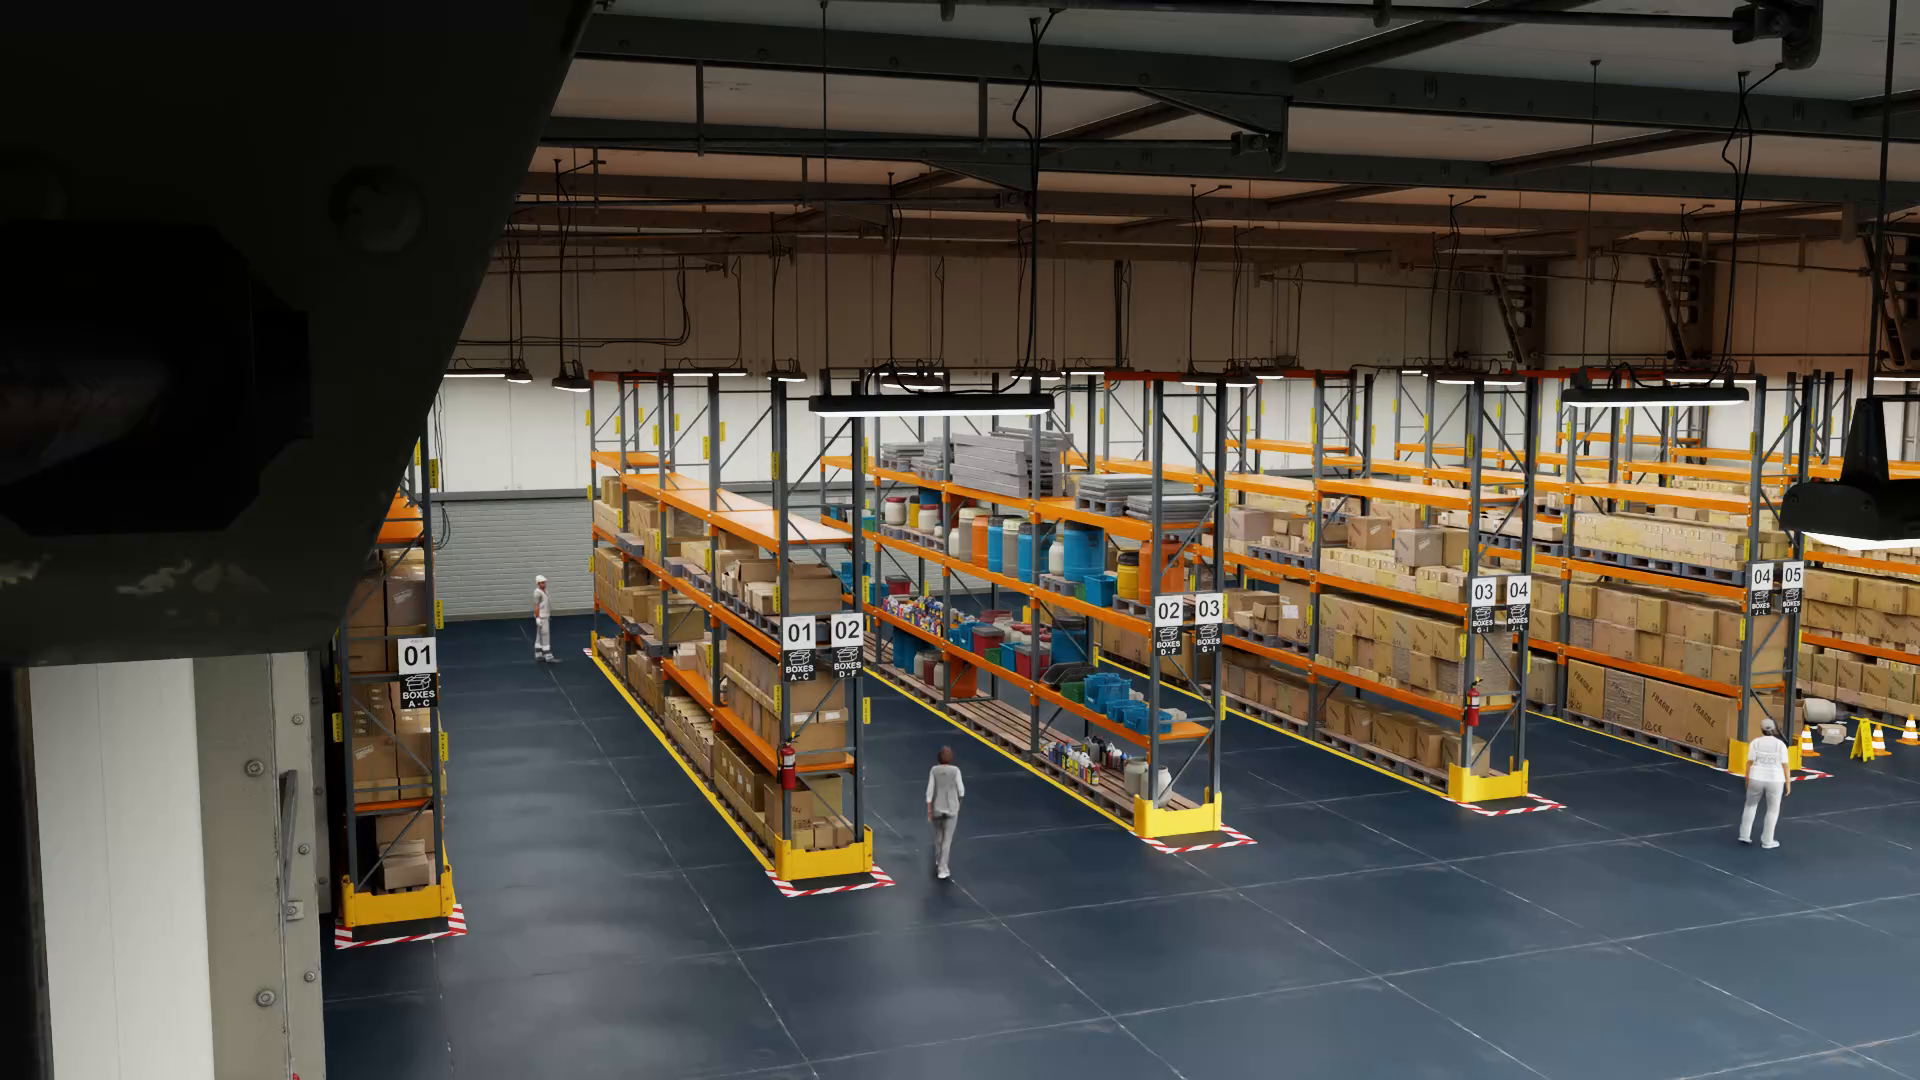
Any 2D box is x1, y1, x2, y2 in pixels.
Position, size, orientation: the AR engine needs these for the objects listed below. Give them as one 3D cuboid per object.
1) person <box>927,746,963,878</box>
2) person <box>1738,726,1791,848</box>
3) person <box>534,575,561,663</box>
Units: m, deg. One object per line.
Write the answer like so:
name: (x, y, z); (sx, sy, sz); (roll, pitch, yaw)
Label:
person: (-0.170, 3.291, 20.255); (0.411, 1.607, 0.715); (1, 7, 13)
person: (10.401, 3.153, 21.450); (0.580, 1.691, 0.383); (5, 8, 36)
person: (-8.518, 1.612, 34.318); (0.547, 1.790, 0.541); (-1, 6, -7)
